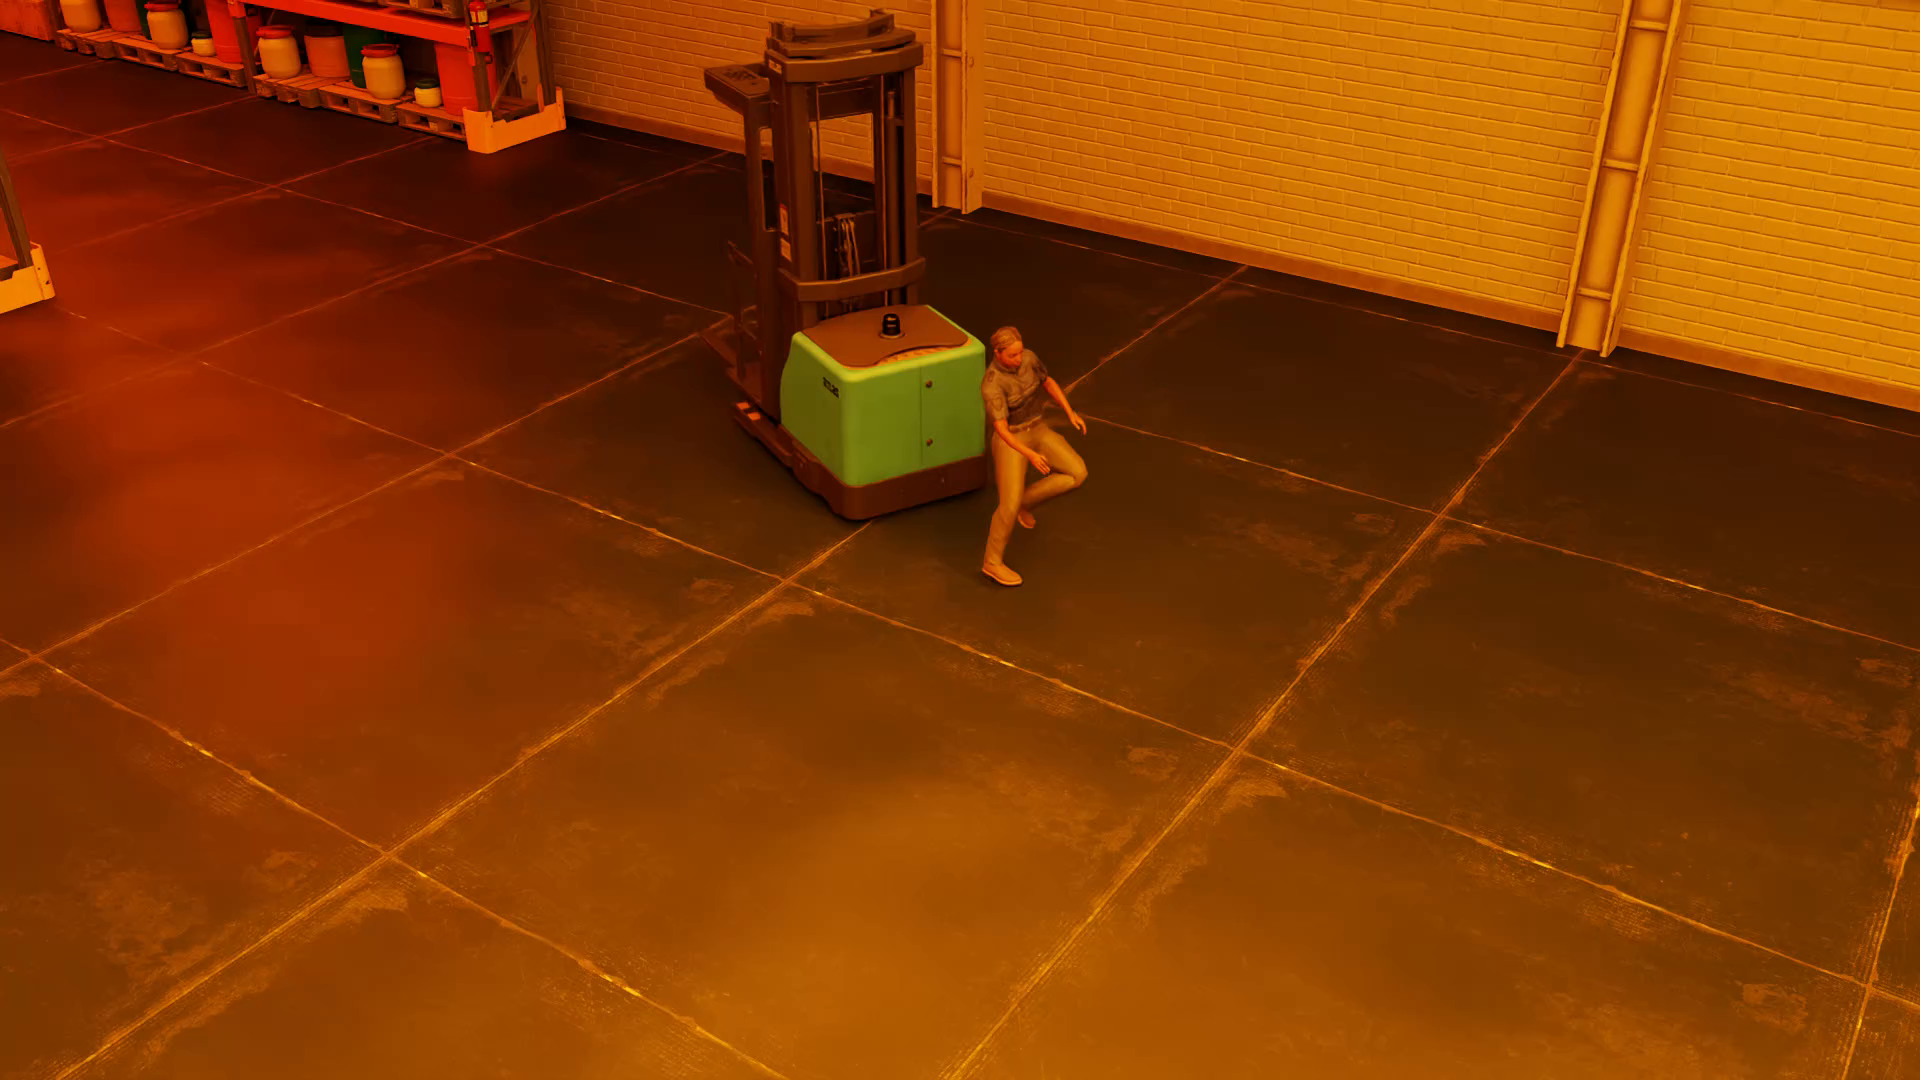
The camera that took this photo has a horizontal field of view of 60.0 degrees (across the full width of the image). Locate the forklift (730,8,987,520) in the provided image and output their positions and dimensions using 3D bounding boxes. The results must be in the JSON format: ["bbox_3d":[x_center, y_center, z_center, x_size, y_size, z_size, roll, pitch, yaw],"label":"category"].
[{"bbox_3d":[-0.982,-2.104,11.204,1.130,2.935,3.031,-16,34,-25],"label":"forklift"}]

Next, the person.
[{"bbox_3d":[0.427,-0.549,9.960,0.742,1.479,0.704,-23,37,-34],"label":"person"}]
